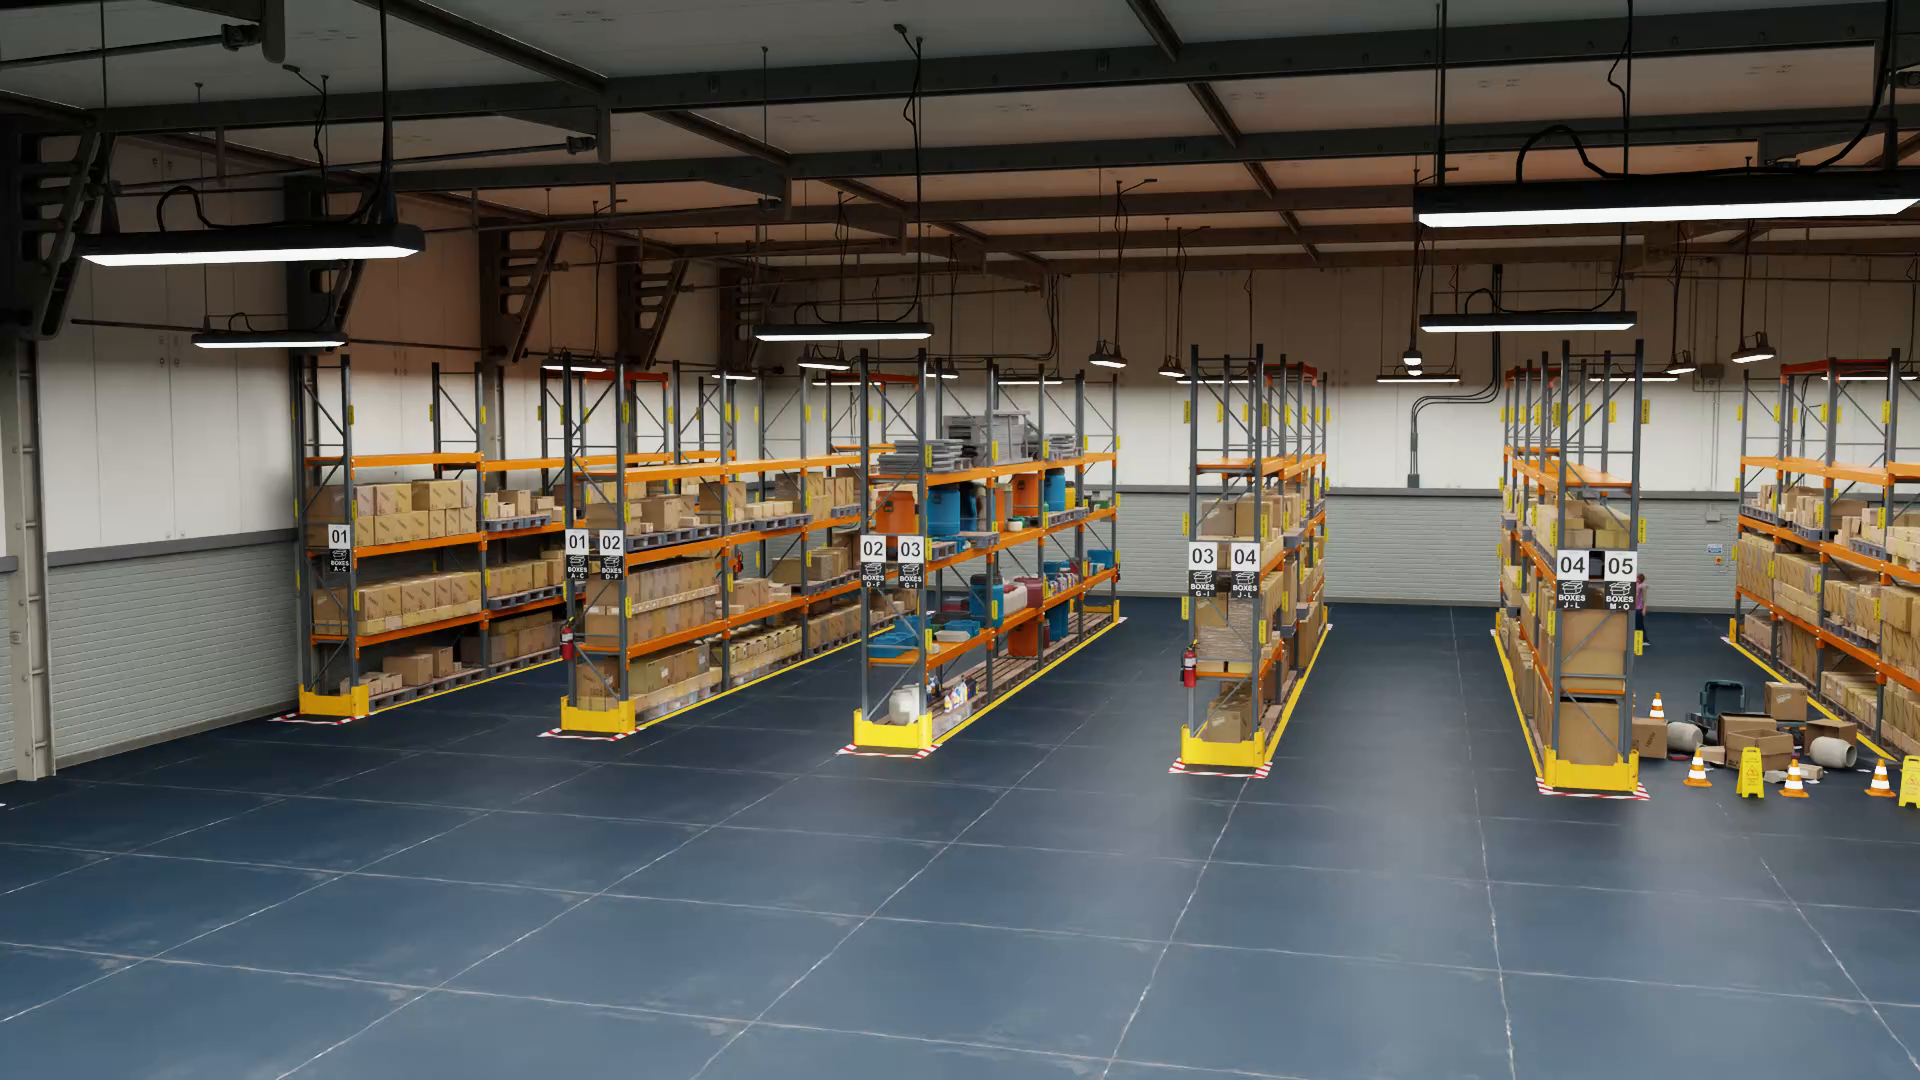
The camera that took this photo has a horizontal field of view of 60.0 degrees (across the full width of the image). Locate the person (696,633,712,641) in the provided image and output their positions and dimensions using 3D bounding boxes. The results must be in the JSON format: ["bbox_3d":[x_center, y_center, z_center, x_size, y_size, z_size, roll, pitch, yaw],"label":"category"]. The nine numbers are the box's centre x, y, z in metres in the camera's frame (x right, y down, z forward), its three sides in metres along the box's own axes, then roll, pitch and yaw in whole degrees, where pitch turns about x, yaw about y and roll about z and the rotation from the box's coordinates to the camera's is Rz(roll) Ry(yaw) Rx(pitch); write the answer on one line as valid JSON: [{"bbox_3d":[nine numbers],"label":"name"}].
[{"bbox_3d":[-5.286,1.628,34.391,0.535,1.619,0.695,1,4,8],"label":"person"}]

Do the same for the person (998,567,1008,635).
[{"bbox_3d":[0.800,1.375,37.223,0.490,1.655,0.727,3,5,32],"label":"person"}]

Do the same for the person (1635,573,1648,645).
[{"bbox_3d":[14.748,1.554,36.123,0.403,1.495,0.445,1,4,14],"label":"person"}]
